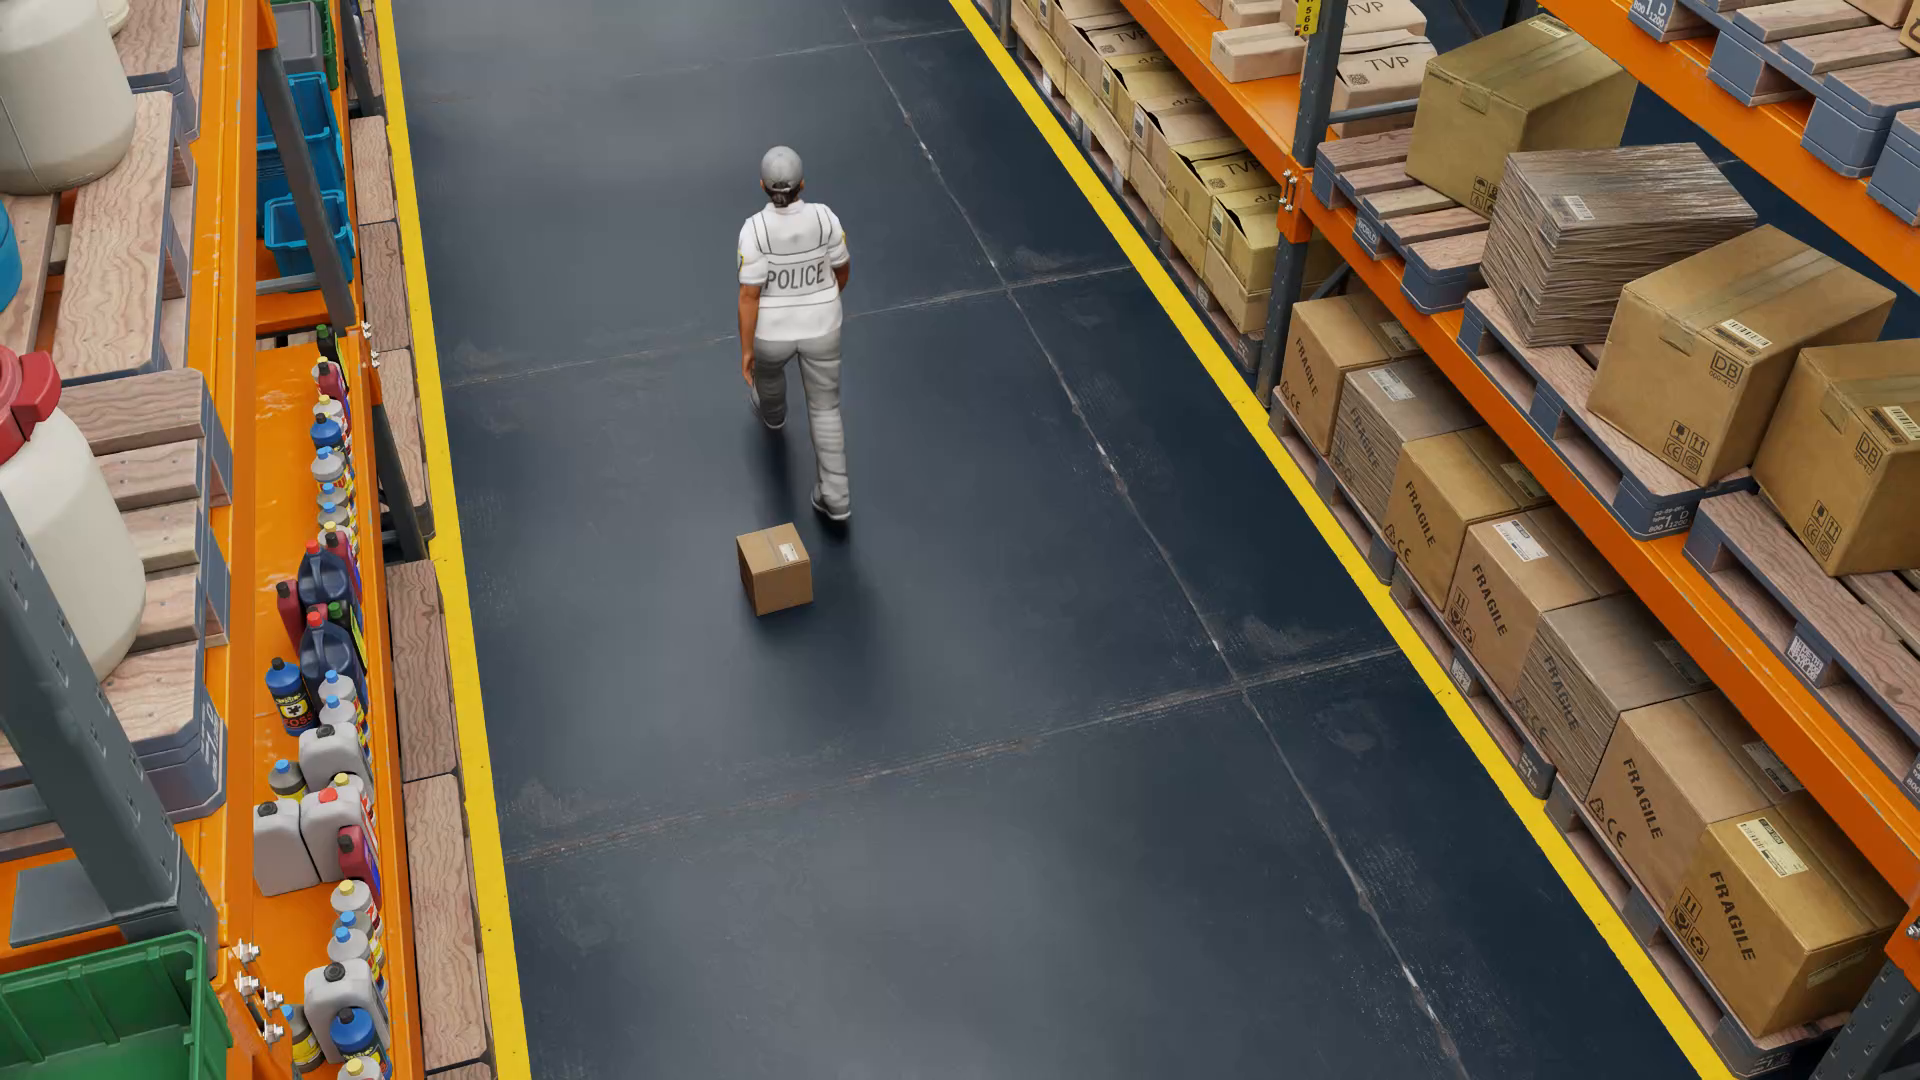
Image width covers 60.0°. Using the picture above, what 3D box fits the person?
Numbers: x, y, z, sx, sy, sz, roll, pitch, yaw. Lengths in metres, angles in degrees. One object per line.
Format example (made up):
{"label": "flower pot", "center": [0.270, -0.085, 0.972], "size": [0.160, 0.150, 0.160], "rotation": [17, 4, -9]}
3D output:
{"label": "person", "center": [-0.714, -0.956, 7.211], "size": [0.513, 1.589, 1.075], "rotation": [-7, 43, -8]}
